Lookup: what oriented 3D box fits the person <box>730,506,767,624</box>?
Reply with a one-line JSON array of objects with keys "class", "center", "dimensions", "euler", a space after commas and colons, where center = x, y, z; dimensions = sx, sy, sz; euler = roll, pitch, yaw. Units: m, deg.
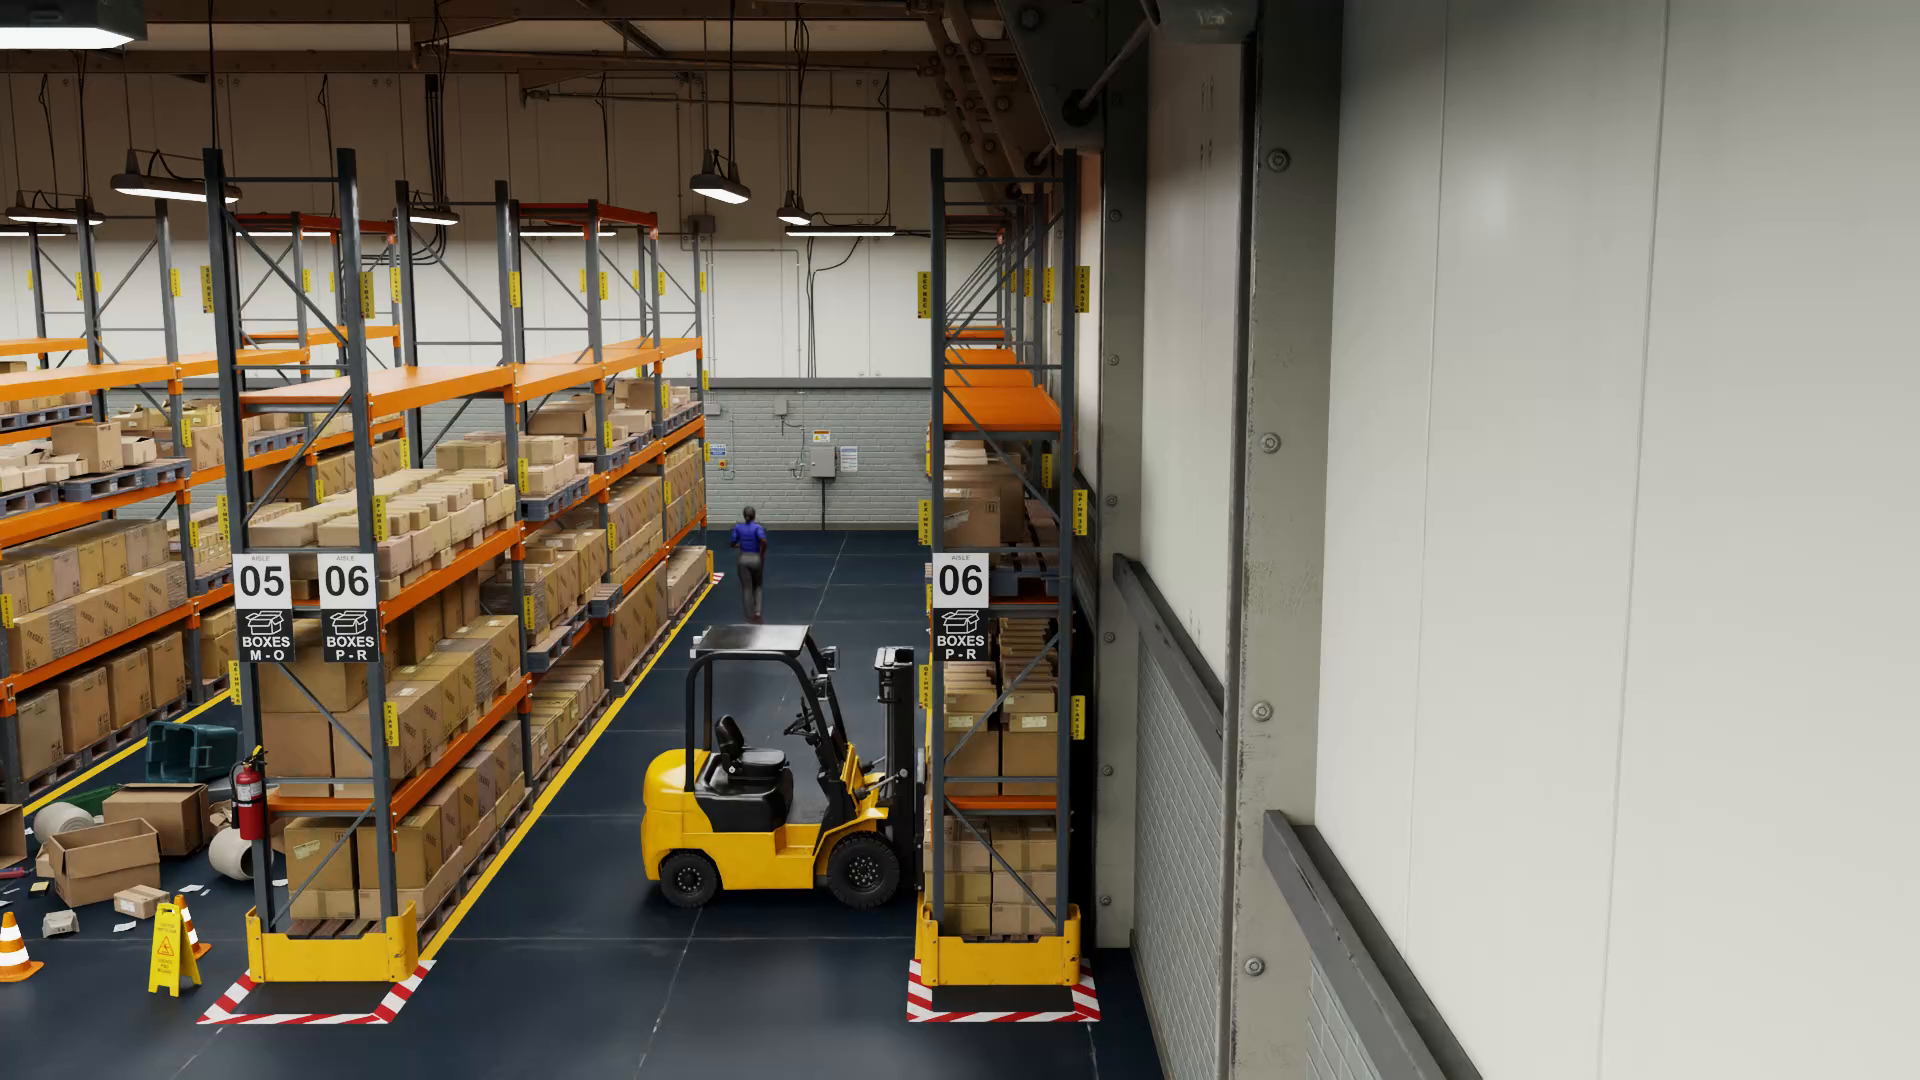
[{"class": "person", "center": [-2.936, 0.389, 23.245], "dimensions": [0.548, 1.741, 0.685], "euler": [0, 9, 0]}]
